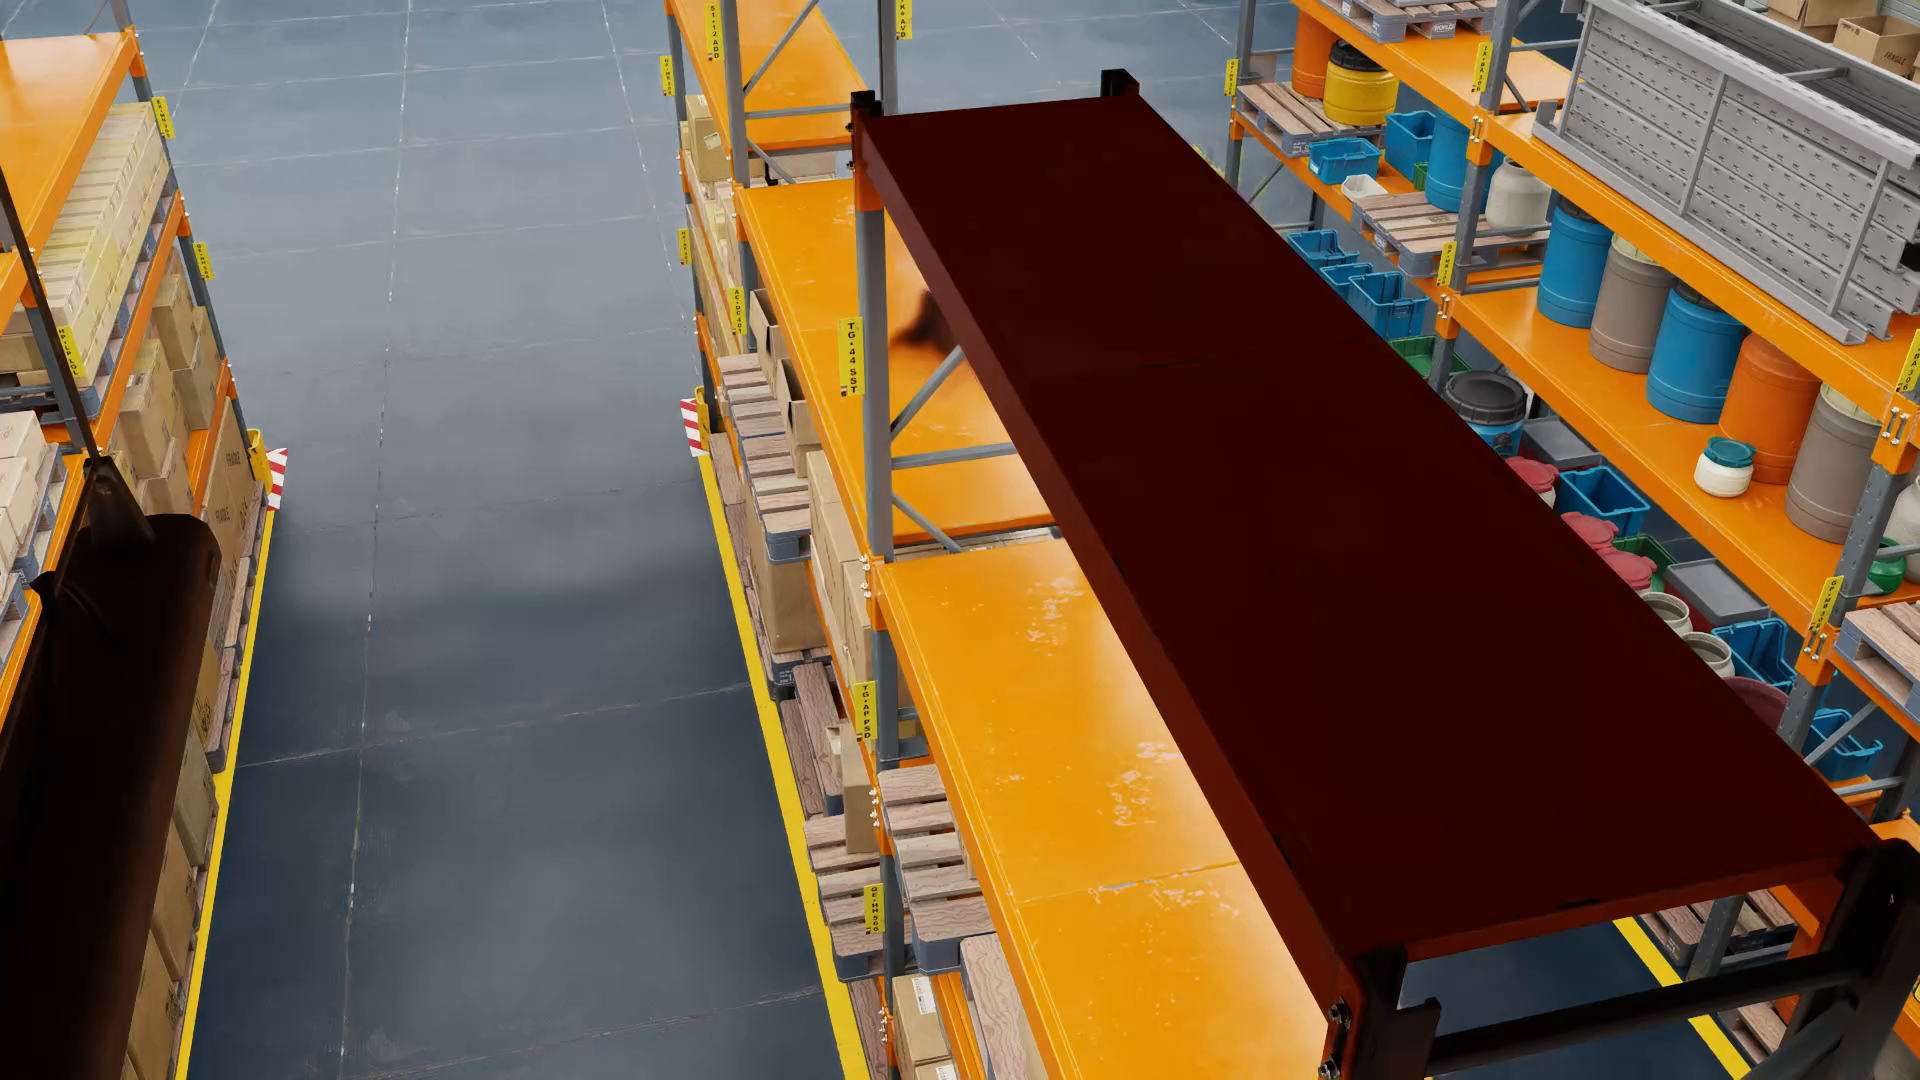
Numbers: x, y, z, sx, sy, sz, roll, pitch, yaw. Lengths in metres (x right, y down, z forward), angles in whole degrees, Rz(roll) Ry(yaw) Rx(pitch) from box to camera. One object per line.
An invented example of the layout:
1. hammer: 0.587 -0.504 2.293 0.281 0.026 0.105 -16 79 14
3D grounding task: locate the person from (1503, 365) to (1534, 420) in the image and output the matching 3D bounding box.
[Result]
1. person: 4.978 -1.419 14.631 0.704 1.732 0.628 -11 36 -16
